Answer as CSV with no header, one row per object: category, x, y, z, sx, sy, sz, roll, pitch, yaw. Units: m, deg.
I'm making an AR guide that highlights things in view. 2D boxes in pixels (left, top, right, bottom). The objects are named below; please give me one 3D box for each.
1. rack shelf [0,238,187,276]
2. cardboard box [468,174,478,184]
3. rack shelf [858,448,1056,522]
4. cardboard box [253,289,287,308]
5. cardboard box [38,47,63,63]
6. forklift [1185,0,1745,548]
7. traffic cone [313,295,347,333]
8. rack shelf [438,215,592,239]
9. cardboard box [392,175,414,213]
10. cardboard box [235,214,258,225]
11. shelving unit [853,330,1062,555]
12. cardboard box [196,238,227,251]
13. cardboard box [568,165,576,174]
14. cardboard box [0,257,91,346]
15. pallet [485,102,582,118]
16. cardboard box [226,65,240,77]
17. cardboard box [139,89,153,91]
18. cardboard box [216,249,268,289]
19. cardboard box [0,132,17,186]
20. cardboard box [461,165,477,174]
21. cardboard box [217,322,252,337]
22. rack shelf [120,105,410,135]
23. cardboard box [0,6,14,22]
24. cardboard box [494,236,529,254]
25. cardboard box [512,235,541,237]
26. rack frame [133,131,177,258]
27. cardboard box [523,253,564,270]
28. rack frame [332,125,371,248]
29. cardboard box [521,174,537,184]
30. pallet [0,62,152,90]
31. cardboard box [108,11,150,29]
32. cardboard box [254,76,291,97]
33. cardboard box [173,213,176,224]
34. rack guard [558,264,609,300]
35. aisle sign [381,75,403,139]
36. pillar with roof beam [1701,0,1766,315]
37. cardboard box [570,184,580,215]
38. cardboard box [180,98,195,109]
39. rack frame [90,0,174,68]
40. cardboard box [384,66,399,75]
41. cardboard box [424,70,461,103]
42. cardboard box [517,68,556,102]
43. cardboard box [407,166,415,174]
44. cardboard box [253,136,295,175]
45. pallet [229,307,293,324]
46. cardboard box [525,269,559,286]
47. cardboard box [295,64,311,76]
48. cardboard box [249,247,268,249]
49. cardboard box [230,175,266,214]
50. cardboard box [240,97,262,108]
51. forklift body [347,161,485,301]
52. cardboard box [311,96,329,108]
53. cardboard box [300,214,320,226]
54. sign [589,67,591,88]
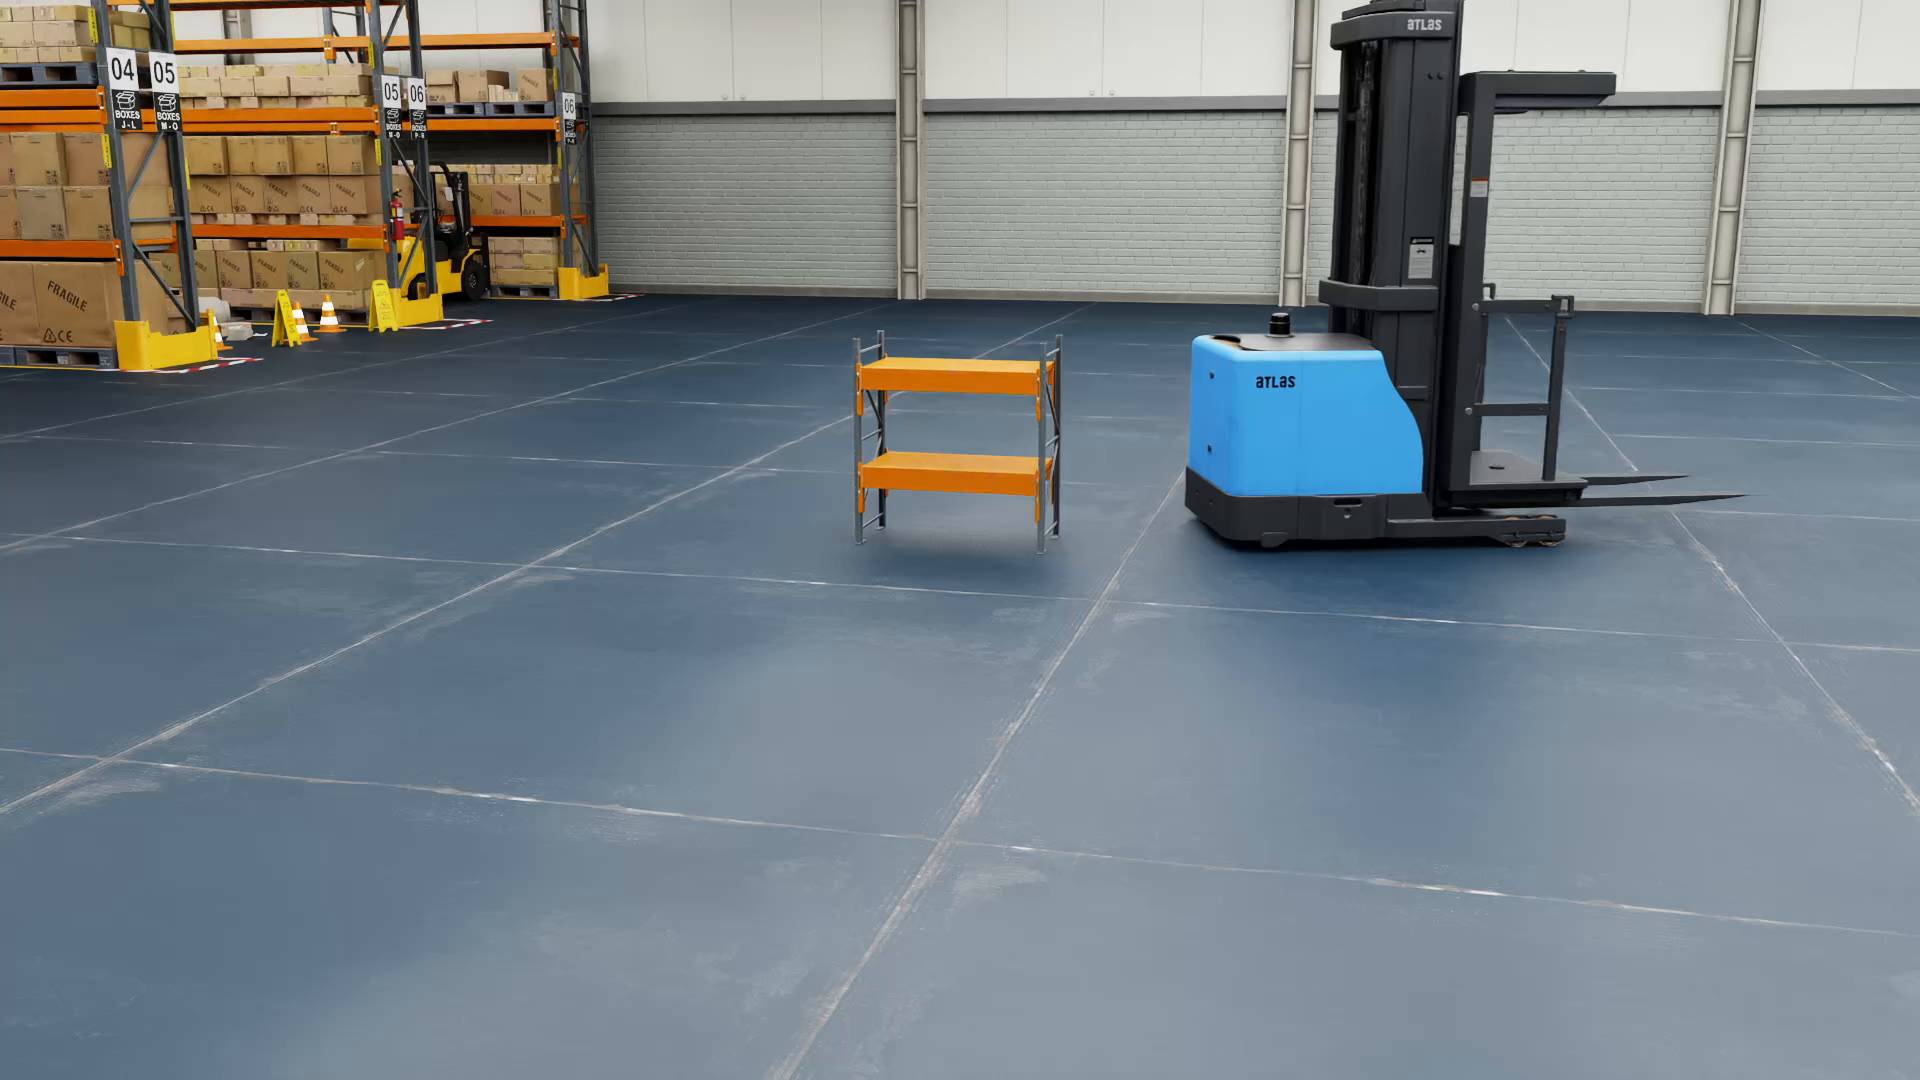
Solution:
rack shelf,-10.353,-3.087,17.882,4.000,0.370,1.077,3,13,14
cardboard box,-7.793,-5.810,26.768,0.250,0.149,0.380,3,13,14
rack shelf,-0.007,-0.311,9.166,1.000,0.278,0.538,3,13,14
cardboard box,-9.184,-3.283,22.484,0.500,0.250,0.500,3,13,12
cardboard box,-9.060,-4.889,16.798,0.250,0.149,0.380,3,13,14
forklift,2.878,-1.503,9.242,3.031,2.935,1.130,-1,13,-6
traffic cone,-8.050,-2.893,21.204,0.334,0.463,0.336,3,13,14
rack shelf,-8.080,-5.177,27.303,4.000,0.370,1.077,3,13,14
cardboard box,-7.717,-4.657,22.382,0.500,0.500,0.500,3,13,13
cardboard box,-9.487,-4.306,22.296,0.250,0.149,0.380,3,13,13
shelving unit,-0.007,-0.550,9.113,1.048,1.125,0.538,3,13,14
cardboard box,-10.093,-4.000,22.489,0.250,0.149,0.380,4,13,16
cardboard box,-6.413,-5.997,26.925,0.250,0.149,0.380,3,13,12
cardboard box,-9.941,-2.568,17.820,0.875,0.875,0.875,3,13,13
pallet,-6.818,-6.888,26.632,1.213,0.211,1.003,3,13,14
cardboard box,-9.451,-6.171,21.935,0.250,0.149,0.380,3,13,15
cardboard box,-10.846,-6.044,22.284,0.500,0.250,0.500,3,13,12
cardboard box,-9.674,-3.677,22.527,0.500,0.500,0.500,4,13,16
cardboard box,-9.830,-4.029,17.627,0.550,0.550,0.875,3,13,14
cardboard box,-7.800,-5.954,26.731,0.250,0.149,0.380,3,13,15
cardboard box,-9.080,-2.632,20.752,0.250,0.149,0.380,12,17,43
rack shelf,-9.266,-5.597,22.272,4.000,0.370,1.077,3,13,14
cardboard box,-9.563,-5.305,16.832,0.250,0.149,0.380,3,13,14
cardboard box,-7.157,-4.759,26.827,0.500,0.250,0.500,3,13,15
cardboard box,-7.045,-4.865,27.306,0.500,0.250,0.500,3,13,14
rack frame,-11.207,-4.588,22.987,0.127,3.000,1.000,3,13,14
cardboard box,-6.686,-4.490,26.773,0.500,0.250,0.500,3,13,13
rack frame,-10.022,-5.632,27.693,0.127,3.000,1.000,3,13,14
cardboard box,-6.797,-5.756,26.523,0.250,0.149,0.380,3,13,14
pallet,-9.134,-4.791,17.184,1.213,0.211,1.003,3,13,14
cardboard box,-8.659,-5.403,17.275,0.250,0.149,0.380,3,13,14
cardboard box,-8.878,-5.939,21.810,0.500,0.250,0.500,3,13,15
cardboard box,-10.455,-4.372,22.593,0.250,0.149,0.380,3,13,13
rack guard,-6.115,-4.203,27.022,0.348,0.500,1.175,3,13,14
aisle sign,-7.333,-5.585,21.480,0.004,0.787,0.394,3,13,14
pillar with roof beam,9.846,-6.739,18.834,0.400,9.000,9.100,3,13,14
cardboard box,-6.553,-5.557,27.125,0.500,0.500,0.500,3,13,15
cardboard box,-10.222,-5.825,22.220,0.250,0.149,0.380,3,13,15
rack frame,-8.412,-6.263,16.686,0.127,3.000,1.000,3,13,14
cardboard box,-7.620,-6.173,21.944,0.250,0.149,0.380,3,13,13
cardboard box,-8.156,-7.277,26.744,0.637,0.503,0.797,3,13,15
cardboard box,-6.626,-7.163,26.237,0.500,0.500,0.500,3,13,15
cardboard box,-8.774,-6.015,27.004,0.250,0.149,0.380,3,13,13
cardboard box,-8.881,-5.076,21.960,0.500,0.500,0.700,3,13,13
pallet,-9.359,-3.136,22.882,1.213,0.211,1.003,3,13,14
cardboard box,-6.670,-4.245,26.820,0.500,0.250,0.500,3,13,14
cardboard box,-8.450,-6.122,21.714,0.250,0.149,0.380,3,13,14
cardboard box,-9.579,-3.790,23.038,0.500,0.500,0.500,4,13,17
cardboard box,-9.374,-4.628,22.252,0.500,0.500,0.500,3,13,14
cardboard box,-9.239,-5.752,21.889,0.250,0.149,0.380,3,13,13
forklift body,-8.416,-4.725,25.563,1.214,2.155,2.313,3,13,14
cardboard box,-8.237,-5.709,21.694,0.250,0.149,0.380,3,13,15
cardboard box,-8.512,-4.247,22.029,0.250,0.149,0.380,3,13,15
sign,-5.999,-7.470,26.853,0.005,0.325,0.100,3,13,14
